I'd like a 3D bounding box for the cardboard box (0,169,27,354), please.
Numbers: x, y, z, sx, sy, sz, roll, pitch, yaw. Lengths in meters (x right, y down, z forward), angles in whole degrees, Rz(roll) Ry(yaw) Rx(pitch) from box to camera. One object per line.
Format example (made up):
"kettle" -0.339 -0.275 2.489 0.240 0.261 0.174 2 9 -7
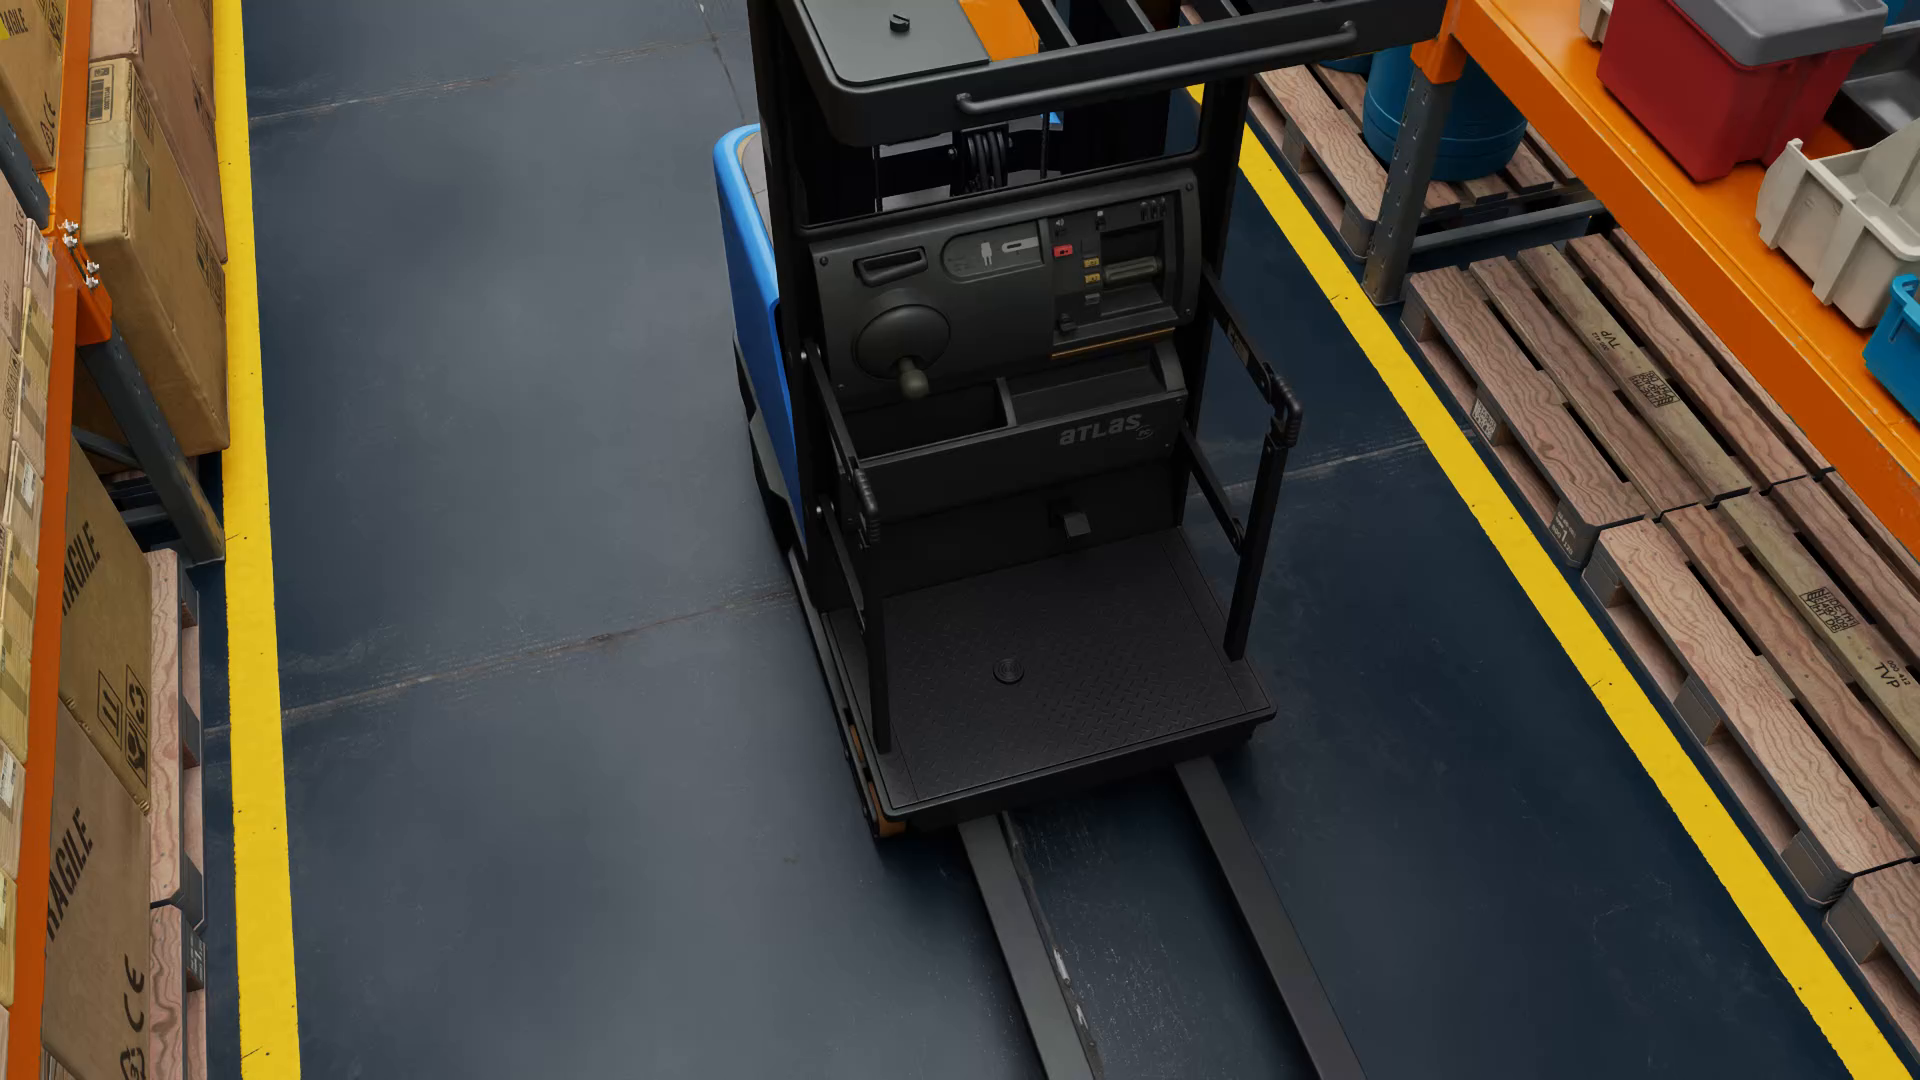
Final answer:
"cardboard box" -2.406 -0.615 3.710 0.500 0.250 0.500 -14 51 -12

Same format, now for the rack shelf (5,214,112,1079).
"rack shelf" -2.195 0.862 3.032 1.077 0.370 4.000 -13 51 -11

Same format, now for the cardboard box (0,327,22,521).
"cardboard box" -2.250 -0.237 3.392 0.500 0.250 0.500 -12 51 -10

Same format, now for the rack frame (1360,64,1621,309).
"rack frame" 1.944 -1.950 4.932 1.000 3.000 0.127 -13 51 -11

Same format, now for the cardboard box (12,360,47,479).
"cardboard box" -2.232 -0.225 3.642 0.380 0.149 0.250 -14 51 -12

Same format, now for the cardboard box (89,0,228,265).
"cardboard box" -3.260 -1.396 5.580 1.225 0.875 0.875 -15 51 -12

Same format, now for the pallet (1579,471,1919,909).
"pallet" 2.563 0.369 4.801 1.003 0.211 1.213 -13 51 -11

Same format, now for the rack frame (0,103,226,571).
"rack frame" -2.787 -0.830 3.988 1.000 3.000 0.127 -13 51 -11

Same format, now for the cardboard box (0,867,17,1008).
"cardboard box" -1.850 0.715 2.850 0.380 0.149 0.250 -14 51 -12

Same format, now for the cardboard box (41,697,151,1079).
"cardboard box" -2.402 0.876 3.664 0.875 0.875 0.875 -13 51 -11

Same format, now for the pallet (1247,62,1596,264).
"pallet" 1.756 -1.625 6.481 1.003 0.211 1.213 -13 51 -11

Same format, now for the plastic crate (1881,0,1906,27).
"plastic crate" 2.408 -1.701 4.693 0.392 0.384 0.575 -13 51 -11

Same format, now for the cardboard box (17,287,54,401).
"cardboard box" -2.307 -0.413 3.800 0.380 0.149 0.250 -12 51 -10

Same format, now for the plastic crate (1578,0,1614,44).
"plastic crate" 1.946 -1.512 4.696 0.396 0.136 0.243 -13 51 -11

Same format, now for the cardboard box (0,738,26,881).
"cardboard box" -1.929 0.524 3.011 0.380 0.149 0.250 -13 51 -10

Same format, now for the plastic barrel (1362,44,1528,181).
"plastic barrel" 1.800 -1.811 5.912 0.600 0.901 0.708 -13 51 -11

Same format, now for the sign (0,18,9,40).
"sign" -2.257 -1.262 3.734 0.100 0.325 0.005 -13 51 -11

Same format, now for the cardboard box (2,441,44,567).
"cardboard box" -2.156 -0.038 3.484 0.380 0.149 0.250 -12 51 -10

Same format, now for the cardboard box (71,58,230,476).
"cardboard box" -2.995 -0.744 5.030 1.225 0.875 0.875 -13 51 -11

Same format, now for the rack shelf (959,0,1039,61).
"rack shelf" -0.026 -1.716 5.578 0.538 0.278 1.000 -5 50 -4

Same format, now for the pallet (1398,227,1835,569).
"pallet" 2.199 -0.523 5.553 1.003 0.211 1.213 -13 51 -11

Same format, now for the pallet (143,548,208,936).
"pallet" -2.637 0.641 4.571 1.003 0.211 1.213 -13 51 -11

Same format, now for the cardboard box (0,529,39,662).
"cardboard box" -2.079 0.151 3.325 0.380 0.149 0.250 -12 51 -10

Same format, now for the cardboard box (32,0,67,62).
"cardboard box" -2.834 -1.622 4.590 0.500 0.500 0.500 -13 51 -11

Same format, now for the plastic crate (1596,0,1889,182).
"plastic crate" 1.969 -1.281 4.287 0.402 0.464 0.583 -13 51 -11

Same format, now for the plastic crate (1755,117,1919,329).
"plastic crate" 2.220 -0.775 3.979 0.437 0.282 0.530 -13 51 -11

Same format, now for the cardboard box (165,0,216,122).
"cardboard box" -3.529 -2.041 6.124 1.225 0.875 0.875 -13 51 -11

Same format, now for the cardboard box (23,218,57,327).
"cardboard box" -2.384 -0.601 3.959 0.380 0.149 0.250 -13 51 -11

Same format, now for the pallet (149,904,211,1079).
"pallet" -2.272 1.534 3.819 1.003 0.211 1.213 -13 51 -11

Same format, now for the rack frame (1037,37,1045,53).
"rack frame" 0.034 -1.141 5.476 0.500 1.125 0.032 -5 50 -4

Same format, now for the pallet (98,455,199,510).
"pallet" -3.087 -0.478 5.515 1.003 0.211 1.213 -13 51 -11

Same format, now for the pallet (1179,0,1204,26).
"pallet" 1.392 -2.517 7.234 1.003 0.211 1.213 -13 51 -11

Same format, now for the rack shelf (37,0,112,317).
"rack shelf" -3.378 -2.059 5.495 1.077 0.370 4.000 -13 51 -11

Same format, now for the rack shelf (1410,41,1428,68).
"rack shelf" 1.353 -3.179 6.439 1.077 0.370 4.000 -13 51 -11

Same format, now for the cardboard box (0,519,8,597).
"cardboard box" -2.099 0.135 3.078 0.500 0.250 0.500 -12 51 -10

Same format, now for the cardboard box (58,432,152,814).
"cardboard box" -2.668 0.219 4.218 0.875 0.875 0.875 -13 51 -11

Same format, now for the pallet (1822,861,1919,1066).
"pallet" 2.921 1.259 4.051 1.003 0.211 1.213 -13 51 -11

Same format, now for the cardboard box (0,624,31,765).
"cardboard box" -2.003 0.338 3.168 0.380 0.149 0.250 -14 51 -12

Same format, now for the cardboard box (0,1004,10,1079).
"cardboard box" -1.776 0.900 2.694 0.380 0.149 0.250 -14 51 -11

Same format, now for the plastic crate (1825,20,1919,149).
"plastic crate" 2.532 -1.124 4.377 0.437 0.125 0.590 -13 51 -11

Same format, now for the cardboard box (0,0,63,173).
"cardboard box" -2.684 -1.255 4.281 0.500 0.500 0.500 -13 51 -11

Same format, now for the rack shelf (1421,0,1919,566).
"rack shelf" 2.536 -0.258 3.976 1.077 0.370 4.000 -13 51 -11

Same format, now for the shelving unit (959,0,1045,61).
"shelving unit" -0.026 -1.527 5.802 0.538 1.125 1.048 -5 50 -4

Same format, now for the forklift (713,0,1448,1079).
"forklift" 0.189 -0.485 3.742 1.130 2.935 3.031 -14 51 -11

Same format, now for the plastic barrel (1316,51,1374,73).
"plastic barrel" 1.590 -2.328 6.348 0.600 0.901 0.708 -13 51 -11

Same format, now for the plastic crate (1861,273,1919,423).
"plastic crate" 2.275 -0.436 3.726 0.416 0.233 0.300 -13 51 -11
